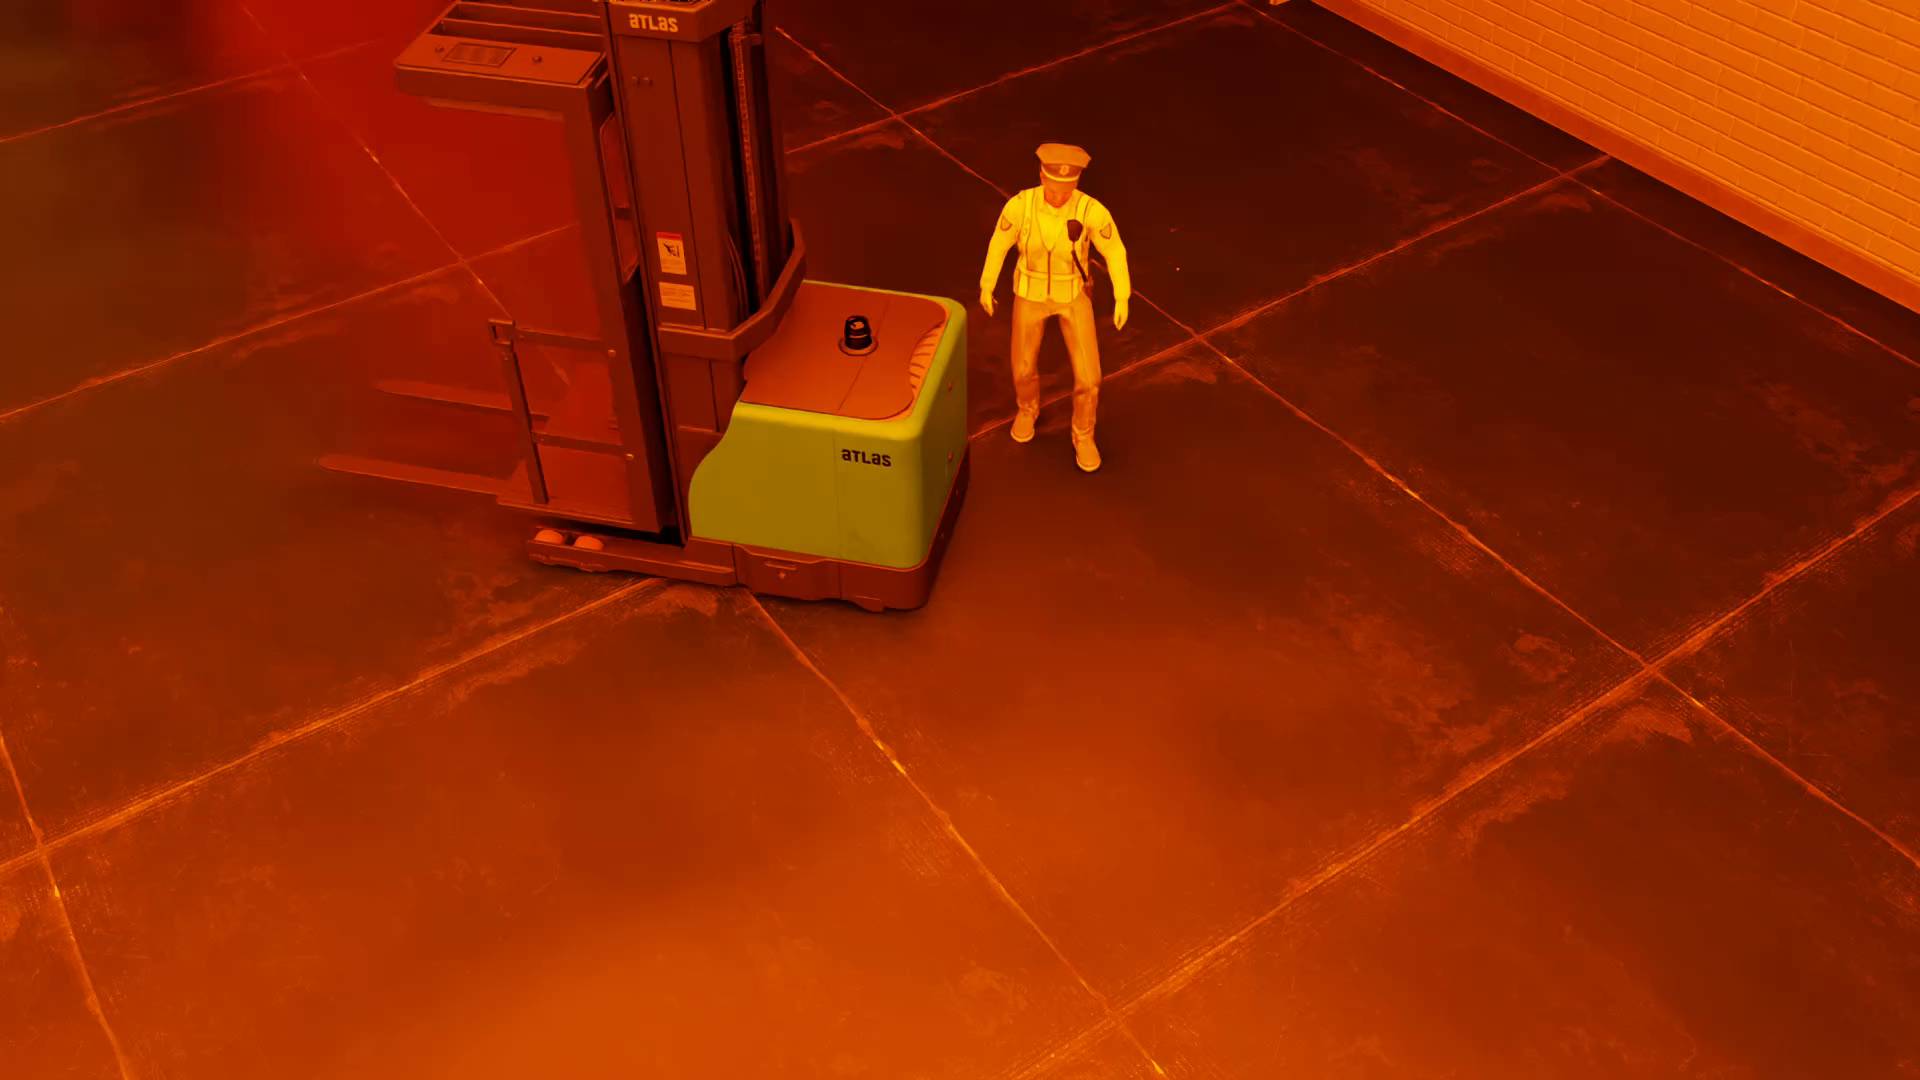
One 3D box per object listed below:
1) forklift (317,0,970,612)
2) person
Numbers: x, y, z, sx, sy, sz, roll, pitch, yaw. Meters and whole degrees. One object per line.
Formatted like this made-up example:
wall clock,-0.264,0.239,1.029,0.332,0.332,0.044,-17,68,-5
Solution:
forklift,-1.527,-1.273,7.096,3.031,2.935,1.130,9,43,9
person,0.436,-1.093,7.863,0.720,1.634,0.508,6,43,6
